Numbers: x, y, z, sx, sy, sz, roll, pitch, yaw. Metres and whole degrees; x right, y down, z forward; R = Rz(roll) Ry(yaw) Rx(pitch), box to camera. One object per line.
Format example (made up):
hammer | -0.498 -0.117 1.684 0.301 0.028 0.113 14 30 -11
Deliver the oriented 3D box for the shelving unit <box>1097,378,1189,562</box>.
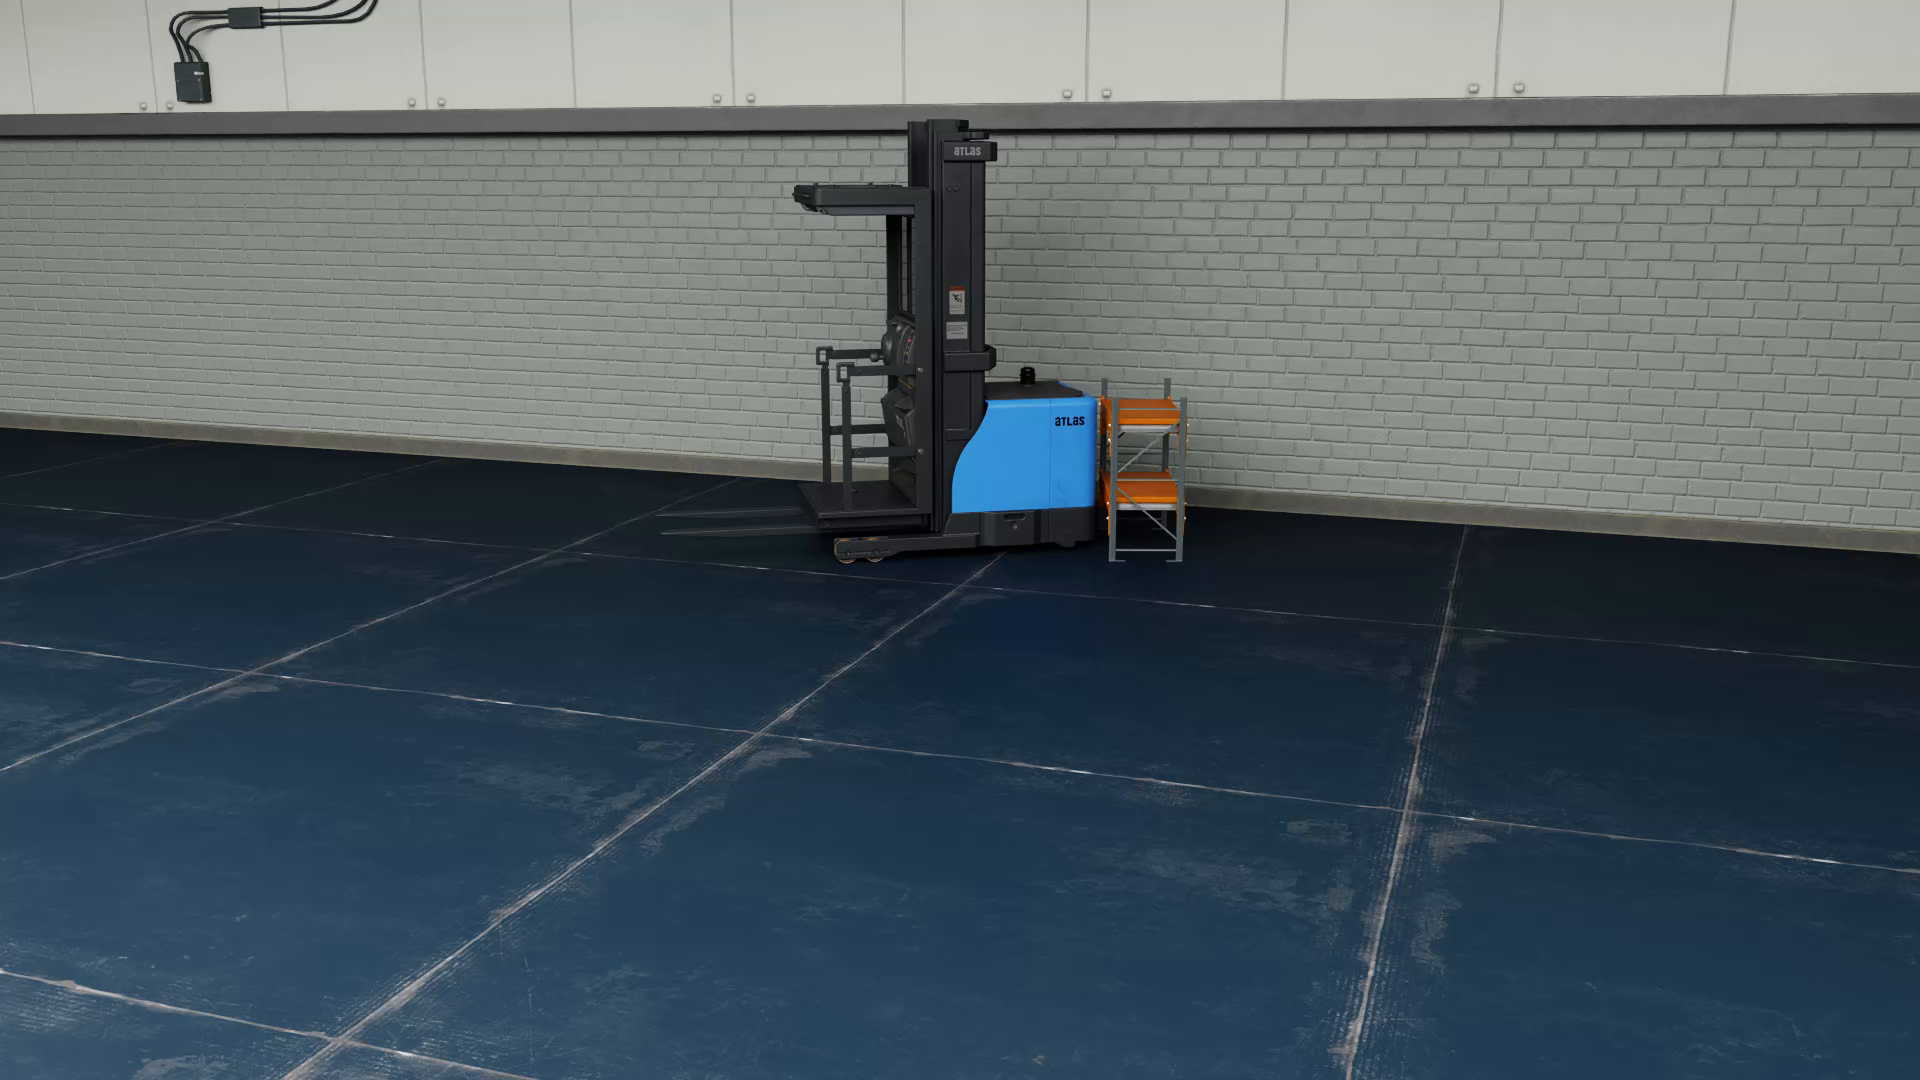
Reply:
shelving unit | 1.274 -0.517 11.726 0.538 1.125 1.048 0 13 1

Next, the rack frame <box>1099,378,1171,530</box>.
rack frame | 1.281 -0.630 12.222 0.500 1.125 0.032 0 13 1

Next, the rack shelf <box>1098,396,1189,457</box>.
rack shelf | 1.274 -0.803 11.661 0.538 0.278 1.000 0 13 1

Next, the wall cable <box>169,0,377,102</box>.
wall cable | -6.144 -6.910 14.396 2.305 6.003 0.169 4 14 18

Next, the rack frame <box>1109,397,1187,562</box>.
rack frame | 1.267 -0.404 11.230 0.500 1.125 0.032 0 13 1

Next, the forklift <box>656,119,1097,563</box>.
forklift | -0.608 -1.399 11.529 3.031 2.935 1.130 -3 13 -12

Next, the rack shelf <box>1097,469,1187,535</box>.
rack shelf | 1.274 -0.279 11.780 0.538 0.278 1.000 0 13 1
